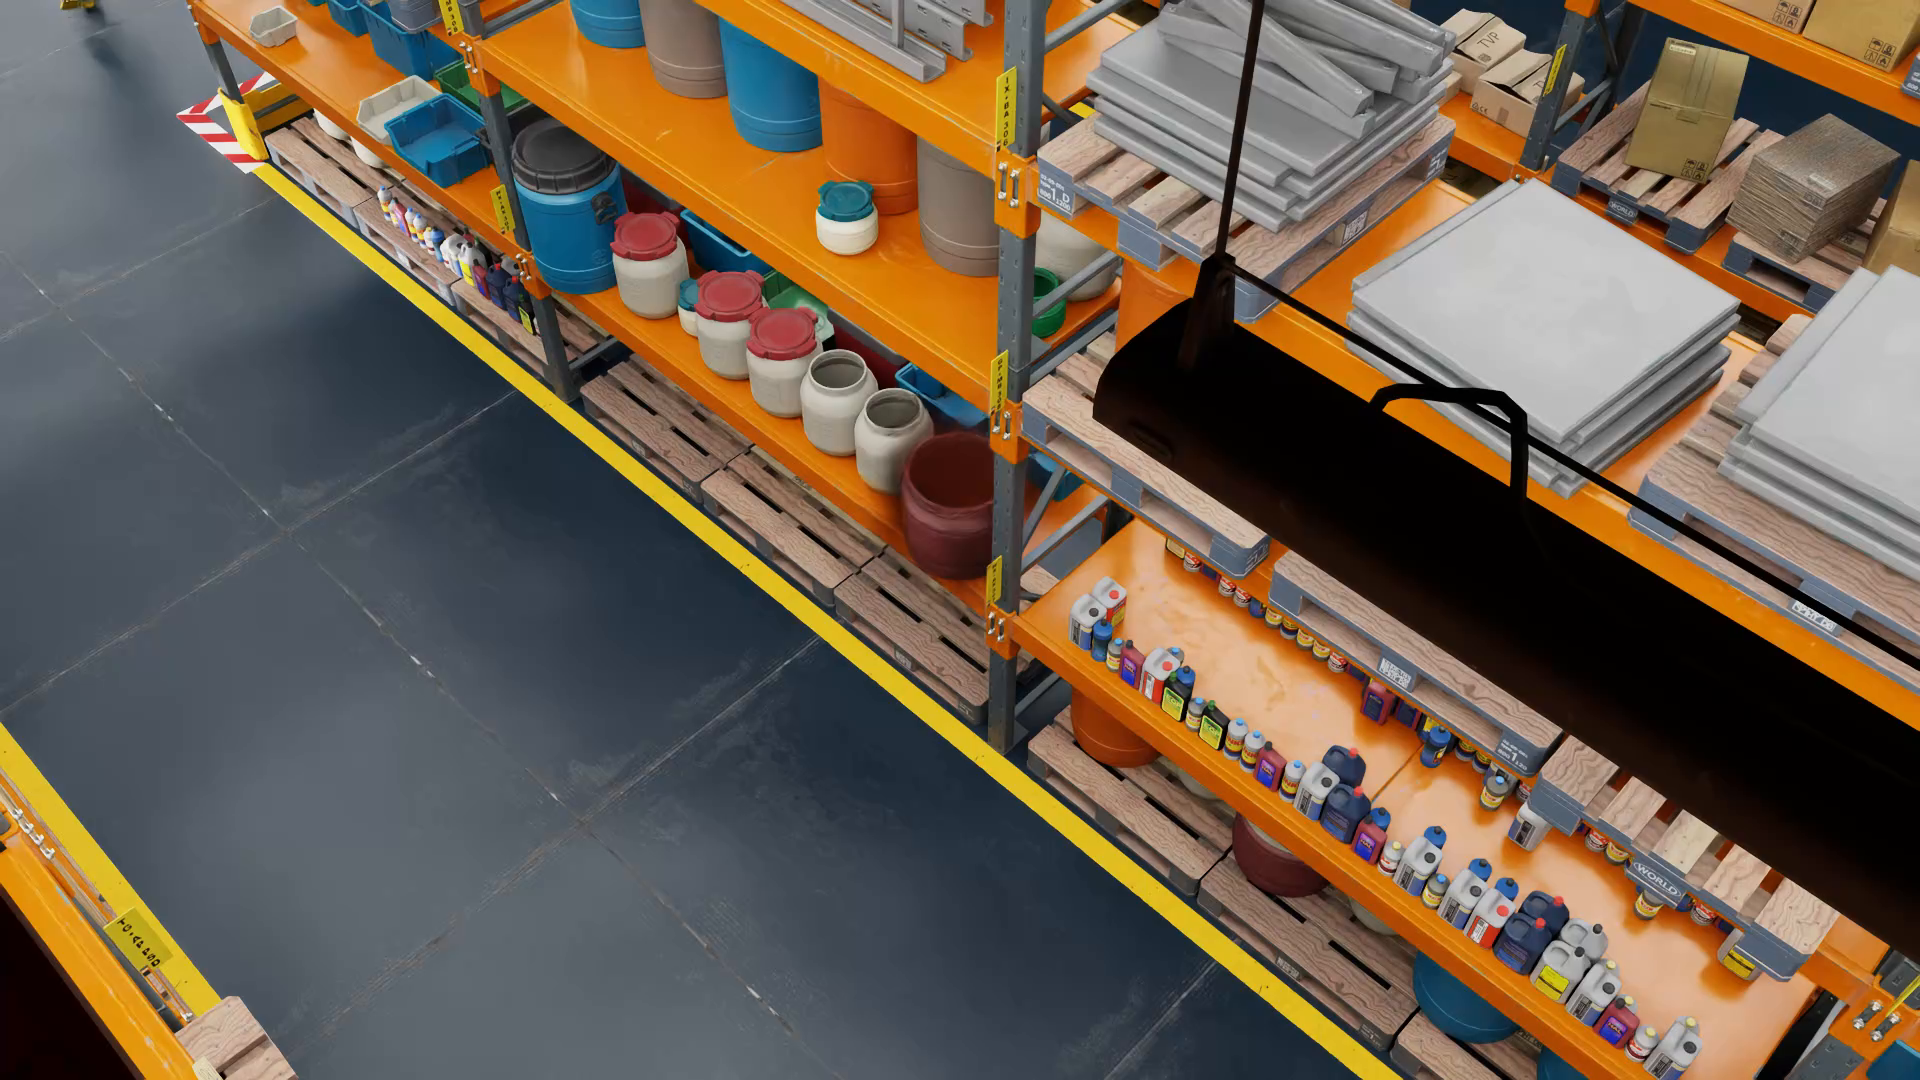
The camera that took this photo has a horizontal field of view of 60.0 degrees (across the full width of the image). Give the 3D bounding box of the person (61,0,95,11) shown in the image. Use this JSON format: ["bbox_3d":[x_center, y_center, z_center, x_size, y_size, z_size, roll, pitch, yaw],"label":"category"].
[{"bbox_3d":[-7.373,-5.072,13.520,0.623,1.730,0.655,-12,51,-10],"label":"person"}]
